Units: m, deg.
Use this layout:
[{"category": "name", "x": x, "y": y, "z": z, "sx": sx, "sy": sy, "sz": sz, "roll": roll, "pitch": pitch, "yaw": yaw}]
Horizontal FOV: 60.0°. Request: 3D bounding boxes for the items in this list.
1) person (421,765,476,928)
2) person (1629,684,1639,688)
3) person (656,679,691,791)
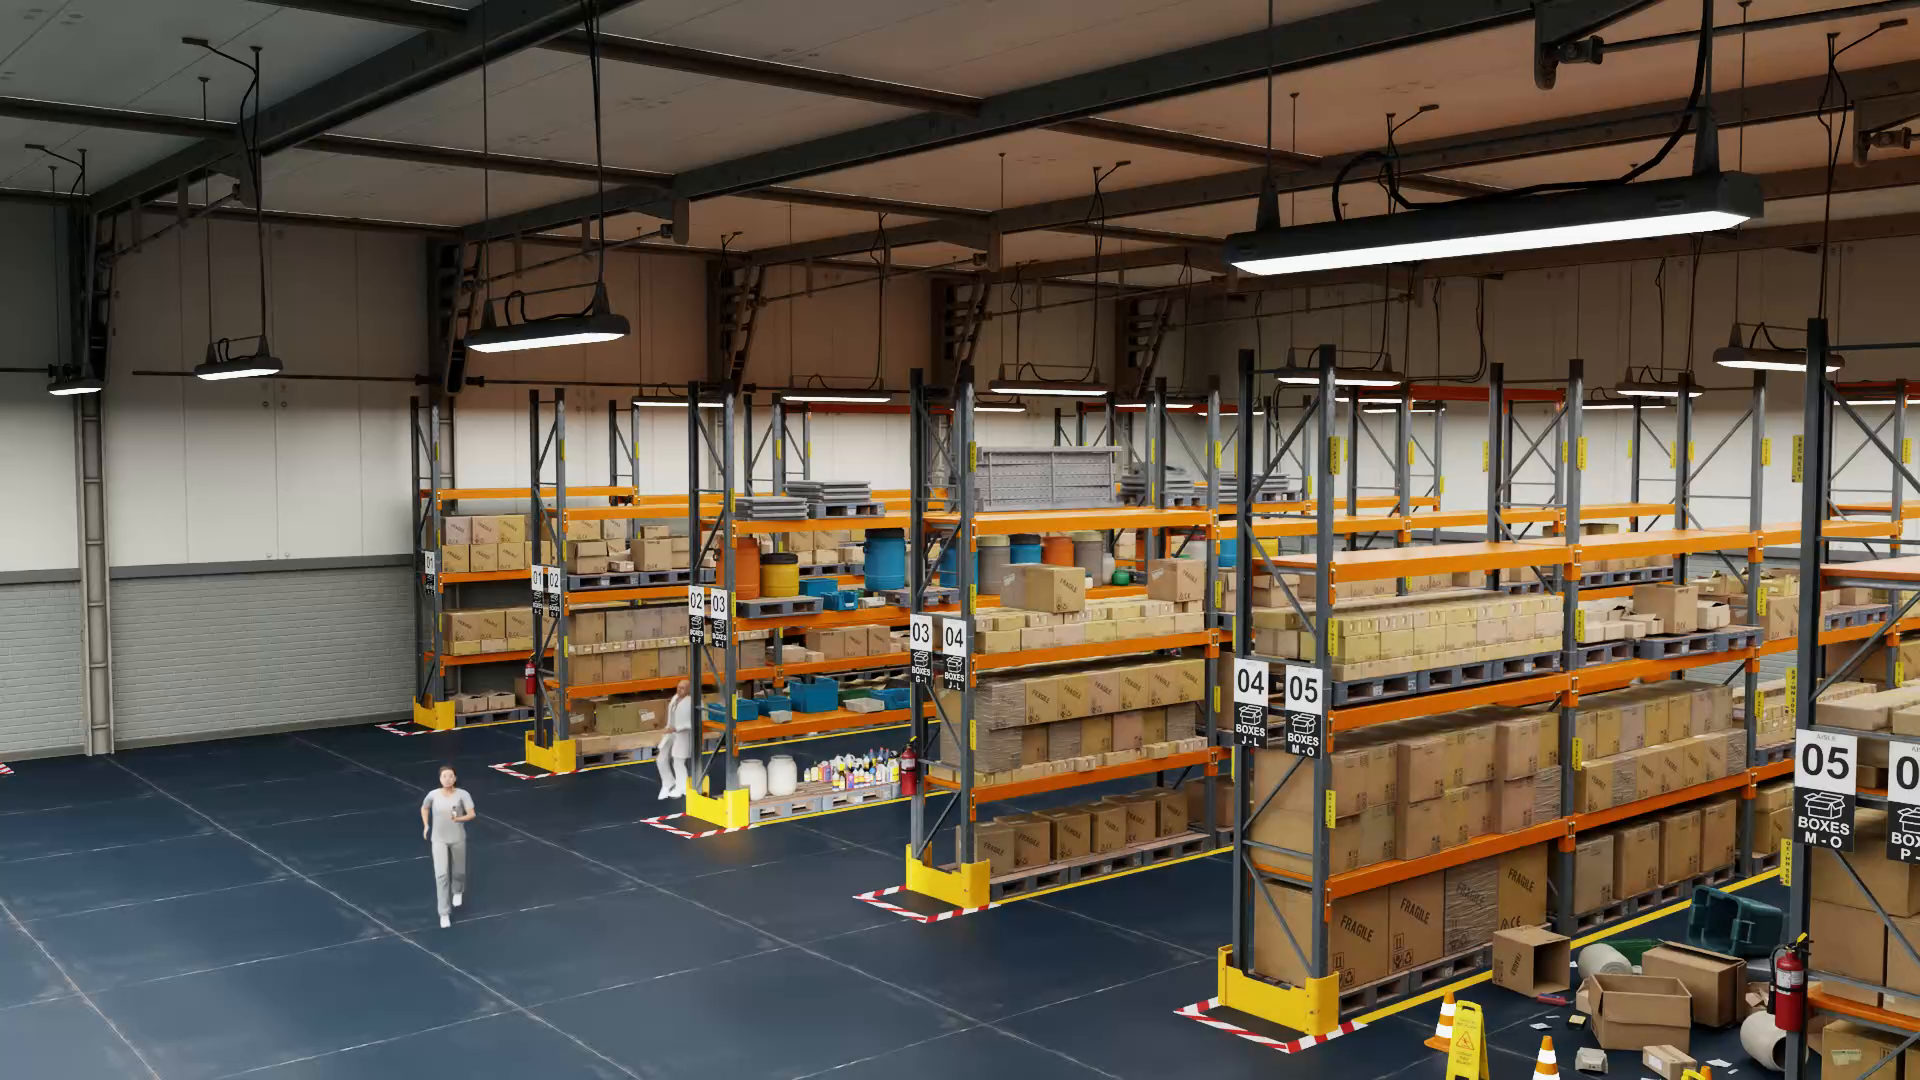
[{"category": "person", "x": -5.514, "y": 3.247, "z": 17.933, "sx": 0.565, "sy": 1.653, "sz": 0.970, "roll": -1, "pitch": 4, "yaw": -16}, {"category": "person", "x": 10.092, "y": 2.893, "z": 24.937, "sx": 0.735, "sy": 1.596, "sz": 0.613, "roll": -3, "pitch": 5, "yaw": -44}, {"category": "person", "x": -16.235, "y": 3.313, "z": 16.613, "sx": 14.714, "sy": 1.757, "sz": 25.461, "roll": 2, "pitch": 4, "yaw": 29}]
